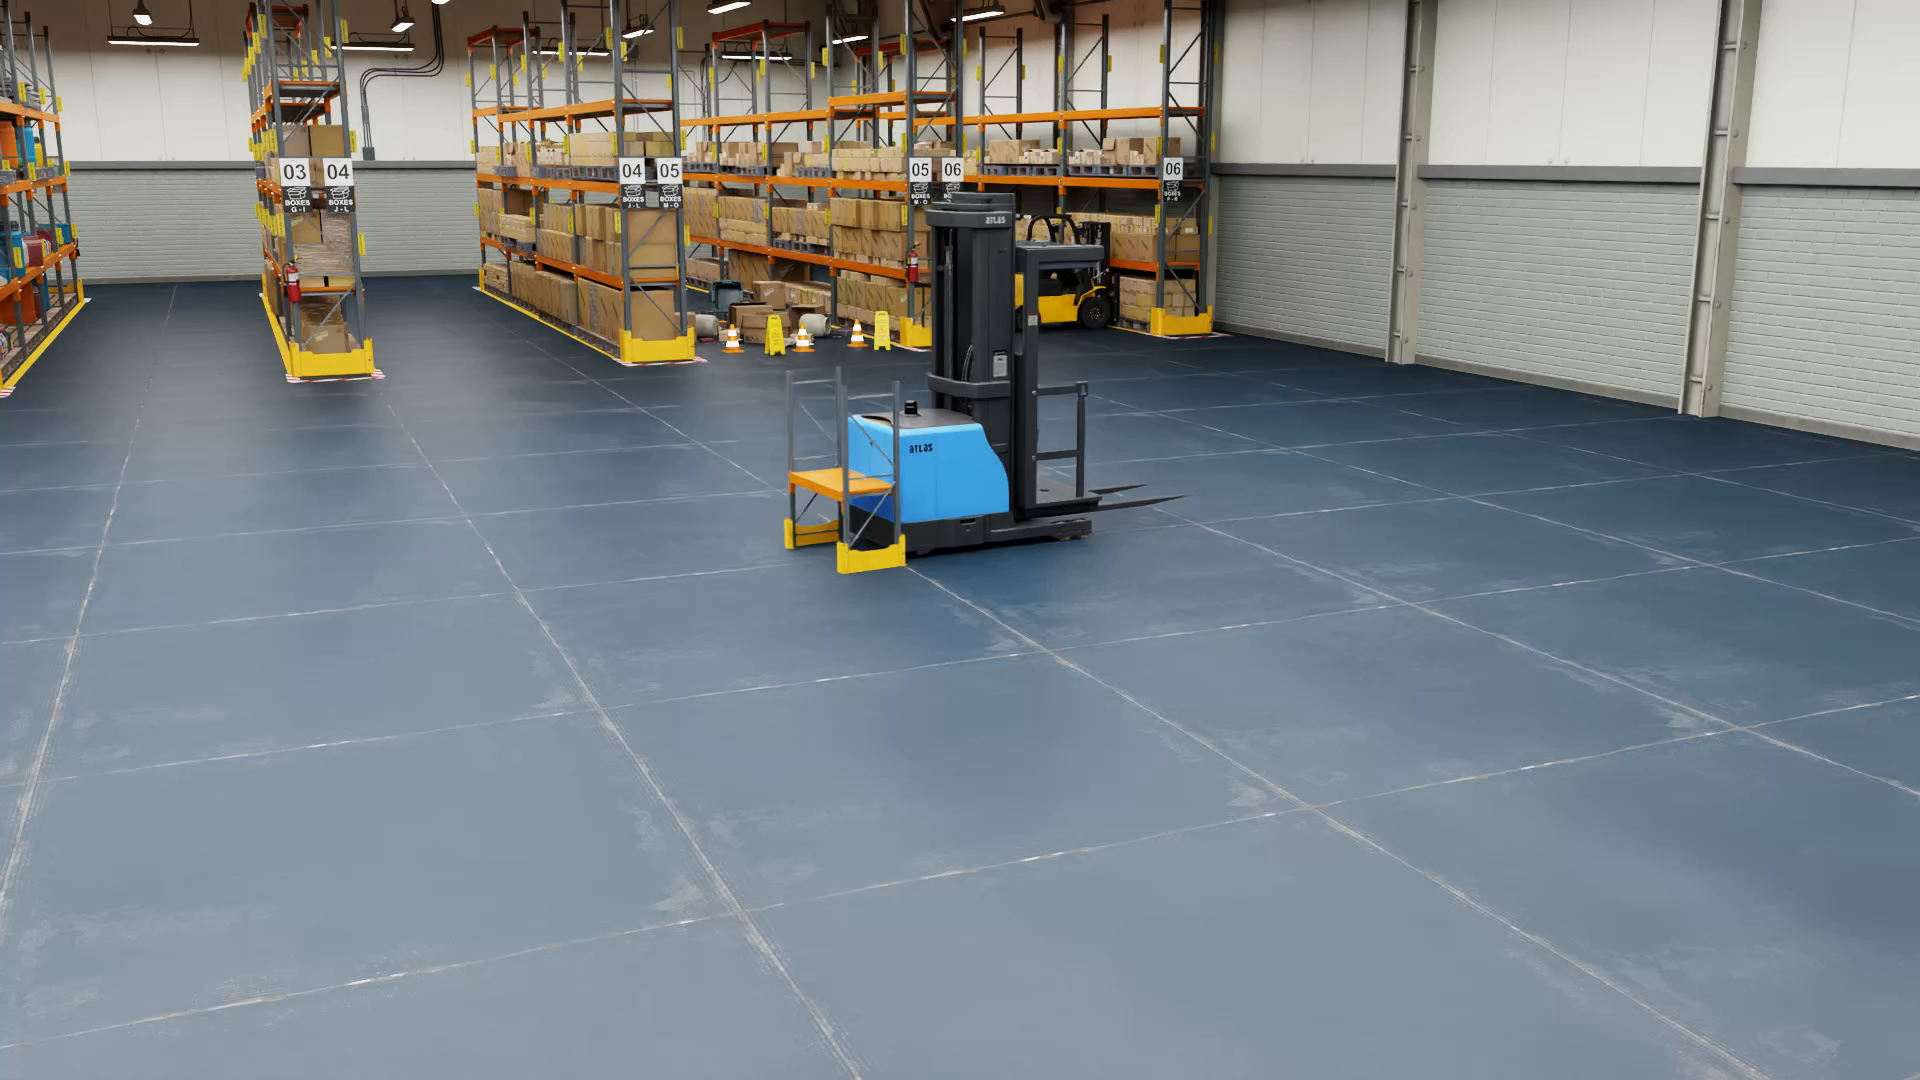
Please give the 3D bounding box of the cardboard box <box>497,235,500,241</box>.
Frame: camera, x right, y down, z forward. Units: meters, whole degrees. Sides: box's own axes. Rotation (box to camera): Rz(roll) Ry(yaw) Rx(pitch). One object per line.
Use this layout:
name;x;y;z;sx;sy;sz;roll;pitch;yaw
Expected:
cardboard box;-10.534;-7.015;38.583;0.380;0.149;0.250;-6;14;-25

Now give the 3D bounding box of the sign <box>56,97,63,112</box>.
sign;-19.961;-9.657;36.853;0.100;0.325;0.005;-6;14;-23

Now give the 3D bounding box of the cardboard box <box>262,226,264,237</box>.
cardboard box;-15.349;-6.916;37.271;0.500;0.250;0.500;-6;14;-24

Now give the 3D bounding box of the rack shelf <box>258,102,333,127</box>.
rack shelf;-11.915;-7.597;29.720;1.077;0.370;4.000;-6;14;-23

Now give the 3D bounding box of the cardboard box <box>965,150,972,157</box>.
cardboard box;0.341;-8.863;38.148;0.380;0.149;0.250;-6;14;-25

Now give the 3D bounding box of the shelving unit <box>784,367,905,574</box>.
shelving unit;-0.964;-0.596;13.618;0.587;1.500;1.083;-8;15;-30

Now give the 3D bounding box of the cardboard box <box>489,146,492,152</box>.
cardboard box;-10.650;-9.017;38.366;0.380;0.149;0.250;-6;14;-23

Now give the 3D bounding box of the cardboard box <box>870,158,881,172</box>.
cardboard box;-1.295;-6.700;29.689;0.500;0.250;0.500;-5;14;-21

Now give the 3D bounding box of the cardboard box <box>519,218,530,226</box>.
cardboard box;-8.951;-6.598;34.532;0.380;0.149;0.250;-5;14;-21

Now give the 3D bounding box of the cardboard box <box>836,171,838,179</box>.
cardboard box;-2.134;-6.953;31.664;0.380;0.149;0.250;-6;14;-24

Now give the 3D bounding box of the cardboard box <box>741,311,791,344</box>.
cardboard box;-3.454;-3.793;29.643;0.637;0.503;0.797;6;14;26

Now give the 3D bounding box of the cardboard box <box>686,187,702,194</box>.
cardboard box;-6.660;-8.770;41.731;0.380;0.149;0.250;-6;14;-25

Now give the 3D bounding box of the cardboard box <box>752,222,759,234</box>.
cardboard box;-4.271;-6.881;36.673;0.500;0.250;0.500;-6;14;-24

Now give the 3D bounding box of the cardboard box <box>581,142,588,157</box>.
cardboard box;-6.183;-6.685;28.471;0.500;0.250;0.500;-6;14;-24

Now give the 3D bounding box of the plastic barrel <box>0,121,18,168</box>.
plastic barrel;-17.479;-7.178;30.196;0.600;0.830;0.708;-6;14;-23

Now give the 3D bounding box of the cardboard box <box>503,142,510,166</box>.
cardboard box;-9.682;-8.513;36.693;0.700;0.500;0.500;-6;14;-23

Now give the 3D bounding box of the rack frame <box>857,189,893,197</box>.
rack frame;-2.294;-8.630;45.004;1.000;3.000;0.127;-6;14;-23

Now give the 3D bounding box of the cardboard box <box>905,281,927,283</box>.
cardboard box;-0.918;-4.514;30.724;0.500;0.500;0.500;-5;14;-22

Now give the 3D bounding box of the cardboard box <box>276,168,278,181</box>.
cardboard box;-10.337;-5.654;25.829;0.500;0.250;0.500;-5;14;-22

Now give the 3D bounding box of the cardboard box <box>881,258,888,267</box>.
cardboard box;-1.194;-4.958;29.698;0.380;0.149;0.250;-5;14;-22

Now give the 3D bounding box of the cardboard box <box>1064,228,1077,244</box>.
cardboard box;2.452;-6.084;33.783;0.500;0.500;0.500;-6;14;-25

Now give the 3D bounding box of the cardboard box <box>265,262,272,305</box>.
cardboard box;-13.685;-5.314;34.457;1.225;0.875;0.875;-6;14;-25

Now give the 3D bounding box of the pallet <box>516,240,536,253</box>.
pallet;-8.514;-6.104;34.517;1.213;0.211;1.003;-6;14;-23

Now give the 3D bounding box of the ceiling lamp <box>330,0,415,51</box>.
ceiling lamp;-14.672;-13.836;41.247;2.000;3.185;0.800;-6;14;-23

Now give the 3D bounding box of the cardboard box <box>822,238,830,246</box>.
cardboard box;-2.492;-5.865;32.684;0.380;0.149;0.250;-5;14;-22

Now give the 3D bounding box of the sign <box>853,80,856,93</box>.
sign;-2.791;-11.997;44.002;0.100;0.325;0.005;-6;14;-23

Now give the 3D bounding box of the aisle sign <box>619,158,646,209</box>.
aisle sign;-5.173;-5.632;26.286;0.394;0.787;0.004;-6;14;-23

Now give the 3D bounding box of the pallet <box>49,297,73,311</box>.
pallet;-19.679;-5.054;35.739;1.003;0.211;1.213;-6;14;-23

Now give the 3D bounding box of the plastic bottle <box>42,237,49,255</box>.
plastic bottle;-18.188;-5.827;33.006;0.144;0.351;0.185;-6;14;-23

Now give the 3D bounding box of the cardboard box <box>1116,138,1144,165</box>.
cardboard box;3.396;-7.378;31.567;0.700;0.500;0.500;-6;14;-23

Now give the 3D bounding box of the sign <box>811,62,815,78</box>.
sign;-3.142;-9.995;35.352;0.100;0.325;0.005;-6;14;-23

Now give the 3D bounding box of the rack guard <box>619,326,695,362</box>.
rack guard;-4.916;-3.184;27.020;1.175;0.500;0.348;-6;14;-23

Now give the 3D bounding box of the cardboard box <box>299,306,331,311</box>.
cardboard box;-10.990;-3.707;28.346;0.500;0.500;0.500;-6;14;-25

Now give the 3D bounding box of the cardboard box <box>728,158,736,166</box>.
cardboard box;-5.052;-8.613;37.868;0.380;0.166;0.250;-7;15;-27

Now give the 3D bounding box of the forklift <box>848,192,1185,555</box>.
forklift;0.566;-1.518;14.427;3.031;2.935;1.130;-7;15;-28

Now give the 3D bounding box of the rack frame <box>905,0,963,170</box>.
rack frame;-0.431;-7.798;28.105;1.000;3.000;0.127;-6;14;-23

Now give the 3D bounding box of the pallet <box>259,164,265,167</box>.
pallet;-14.636;-8.047;36.032;1.003;0.211;1.213;-6;14;-23

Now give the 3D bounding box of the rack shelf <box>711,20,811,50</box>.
rack shelf;-4.437;-11.133;36.738;1.077;0.370;4.000;-6;14;-23

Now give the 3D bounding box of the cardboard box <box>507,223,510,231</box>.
cardboard box;-9.572;-6.775;35.955;0.380;0.149;0.250;-5;14;-21

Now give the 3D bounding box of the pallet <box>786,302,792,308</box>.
pallet;-3.324;-5.008;35.539;1.003;0.211;1.213;-6;14;-23

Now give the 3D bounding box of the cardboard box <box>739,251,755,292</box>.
cardboard box;-4.547;-6.217;38.360;0.875;0.875;0.875;-5;14;-21

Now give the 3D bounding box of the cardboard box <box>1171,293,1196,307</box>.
cardboard box;4.117;-4.549;31.429;0.500;0.250;0.500;-5;14;-22

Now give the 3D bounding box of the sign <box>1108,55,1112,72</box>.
sign;3.032;-9.651;33.687;0.100;0.325;0.005;-6;14;-23

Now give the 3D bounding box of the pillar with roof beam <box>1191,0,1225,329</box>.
pillar with roof beam;0.718;-8.083;29.338;9.100;9.000;0.548;-6;14;-23

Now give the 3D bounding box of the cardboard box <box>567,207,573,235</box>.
cardboard box;-6.941;-5.977;31.105;0.700;0.500;0.500;-6;14;-24

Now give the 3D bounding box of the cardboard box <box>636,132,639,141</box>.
cardboard box;-5.175;-6.696;27.631;0.380;0.149;0.250;-6;14;-24

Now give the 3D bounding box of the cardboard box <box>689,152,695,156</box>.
cardboard box;-6.578;-9.737;42.317;0.500;0.250;0.500;-7;15;-28

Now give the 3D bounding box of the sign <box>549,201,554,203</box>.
sign;-9.226;-7.501;37.560;0.100;0.325;0.005;-6;14;-23

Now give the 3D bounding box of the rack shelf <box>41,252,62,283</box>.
rack shelf;-18.055;-5.248;31.989;1.077;0.370;4.000;-6;14;-23

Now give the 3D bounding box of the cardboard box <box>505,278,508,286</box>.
cardboard box;-10.150;-5.883;37.869;0.380;0.149;0.250;-5;14;-22

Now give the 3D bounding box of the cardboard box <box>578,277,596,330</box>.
cardboard box;-6.341;-4.267;29.933;0.875;0.875;0.875;-5;14;-22
